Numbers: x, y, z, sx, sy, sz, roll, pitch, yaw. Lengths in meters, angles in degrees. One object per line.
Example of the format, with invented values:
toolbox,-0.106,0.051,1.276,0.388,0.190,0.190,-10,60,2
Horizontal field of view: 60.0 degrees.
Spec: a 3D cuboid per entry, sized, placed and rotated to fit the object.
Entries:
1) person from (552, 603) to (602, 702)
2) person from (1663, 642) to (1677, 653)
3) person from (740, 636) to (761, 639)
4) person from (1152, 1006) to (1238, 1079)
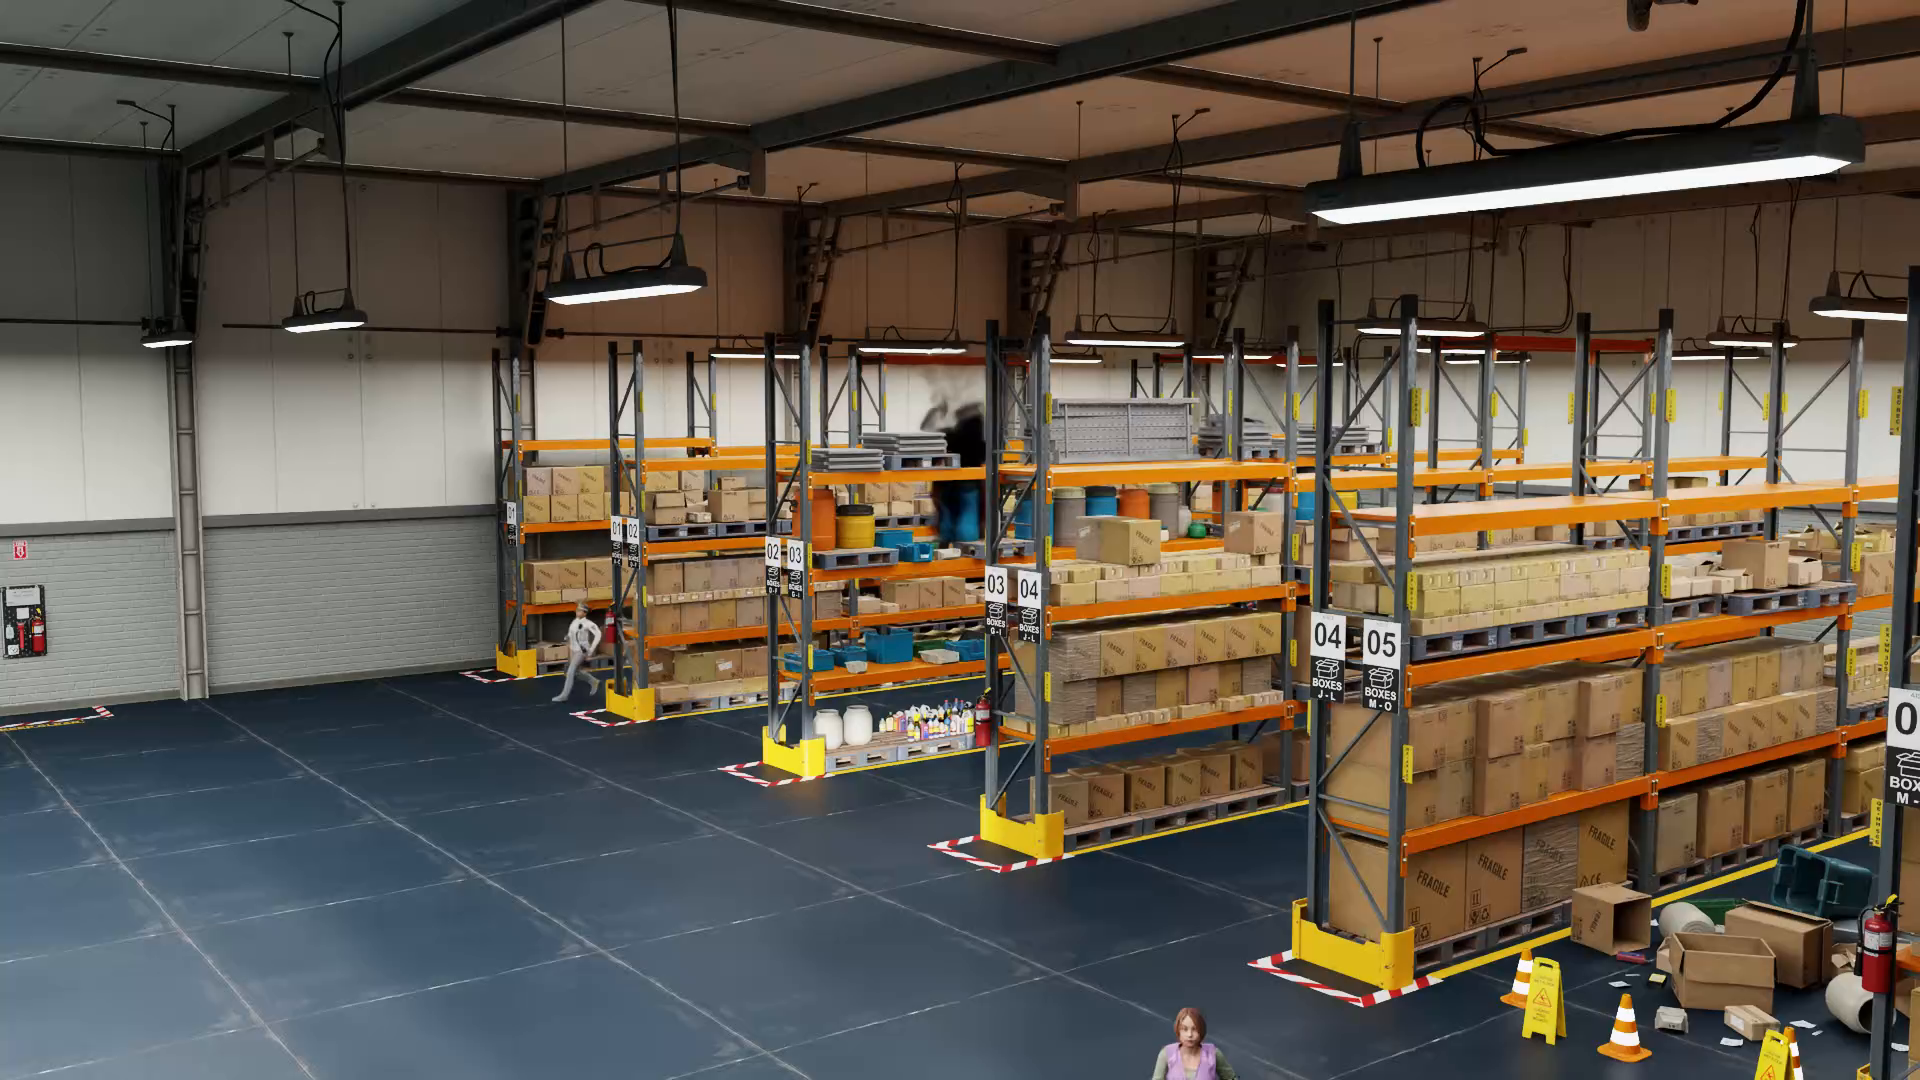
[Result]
person,-6.412,1.862,27.926,0.925,1.647,0.662,-4,7,-41
person,9.989,2.243,23.553,0.664,1.732,0.602,5,7,43
person,-3.736,1.669,30.019,0.688,1.735,0.599,5,7,43
person,1.353,3.528,9.727,0.522,1.546,0.555,1,5,11
